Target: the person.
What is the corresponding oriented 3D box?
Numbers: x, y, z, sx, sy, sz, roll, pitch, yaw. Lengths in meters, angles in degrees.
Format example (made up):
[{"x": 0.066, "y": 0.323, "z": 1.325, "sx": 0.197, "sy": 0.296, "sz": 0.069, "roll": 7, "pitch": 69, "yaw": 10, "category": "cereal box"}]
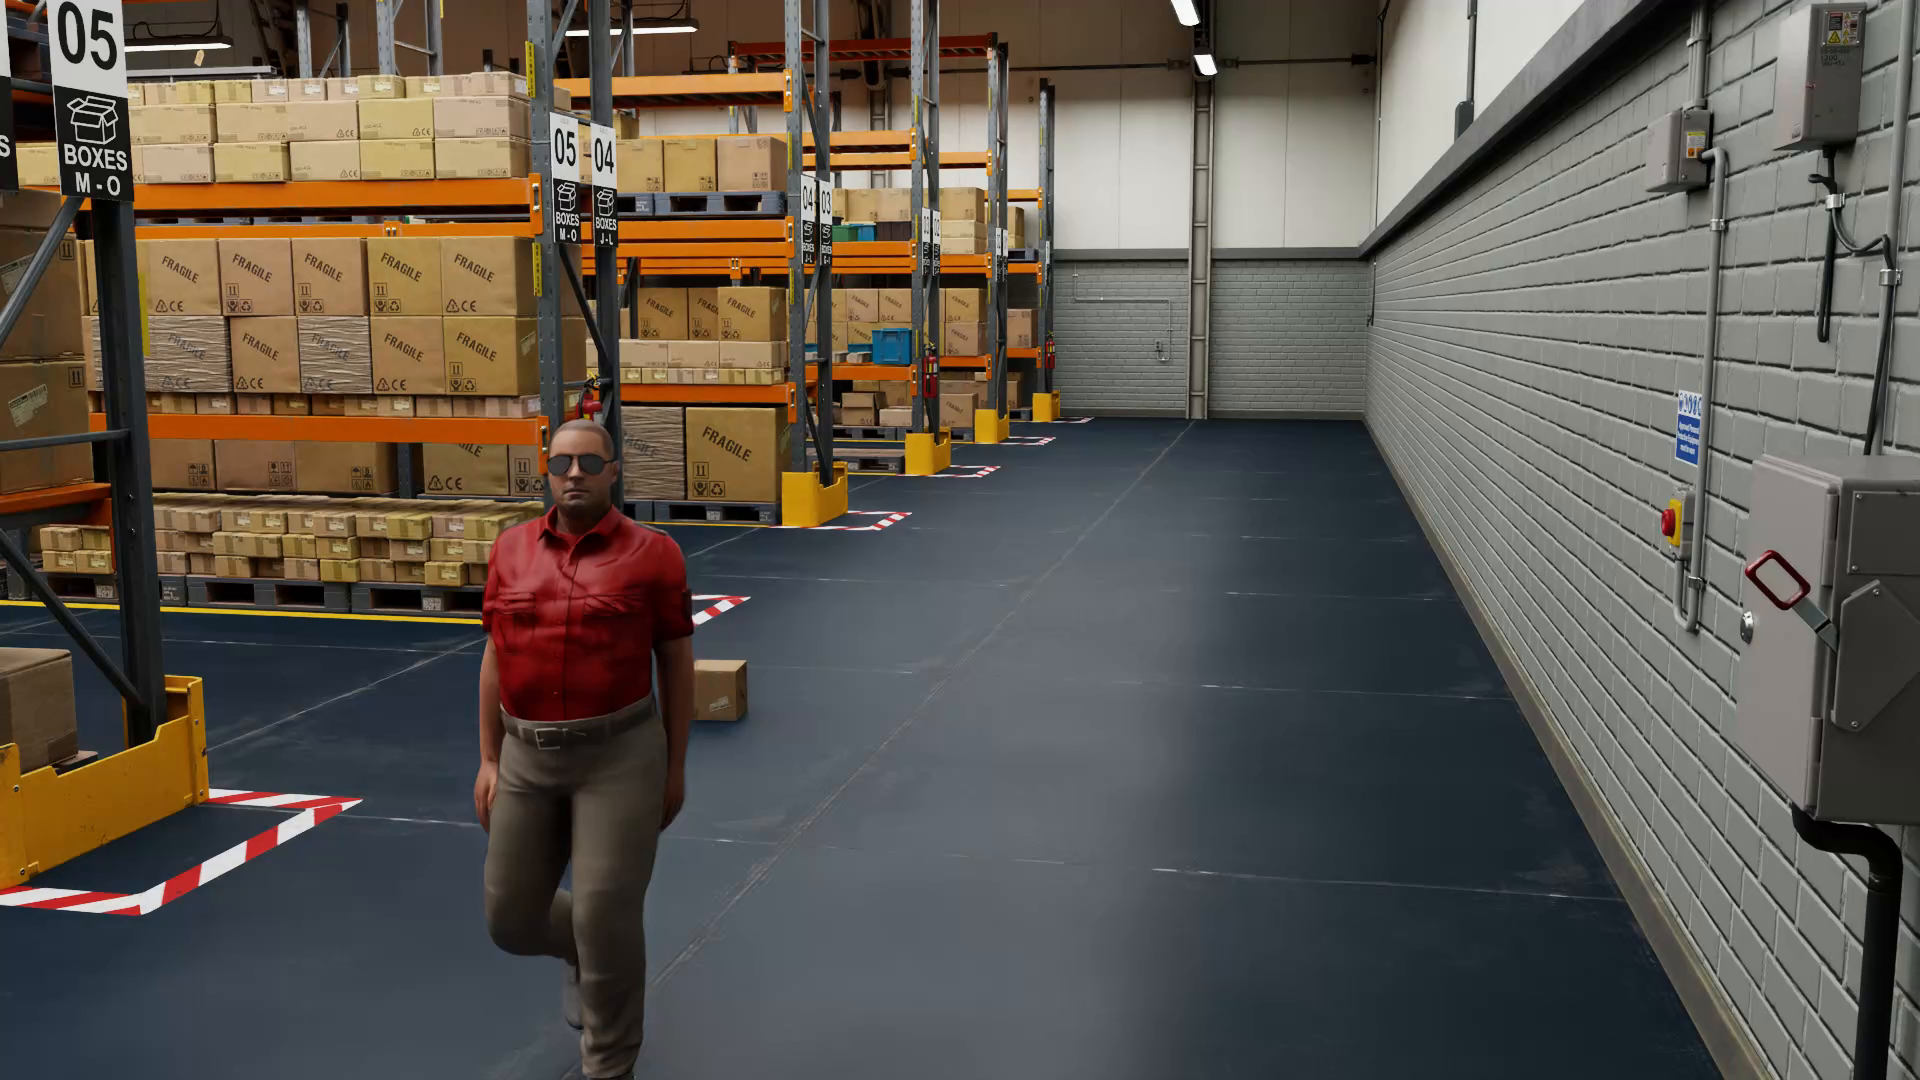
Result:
[{"x": -0.937, "y": 0.548, "z": 4.166, "sx": 0.533, "sy": 1.699, "sz": 0.723, "roll": 1, "pitch": 8, "yaw": 8, "category": "person"}]
